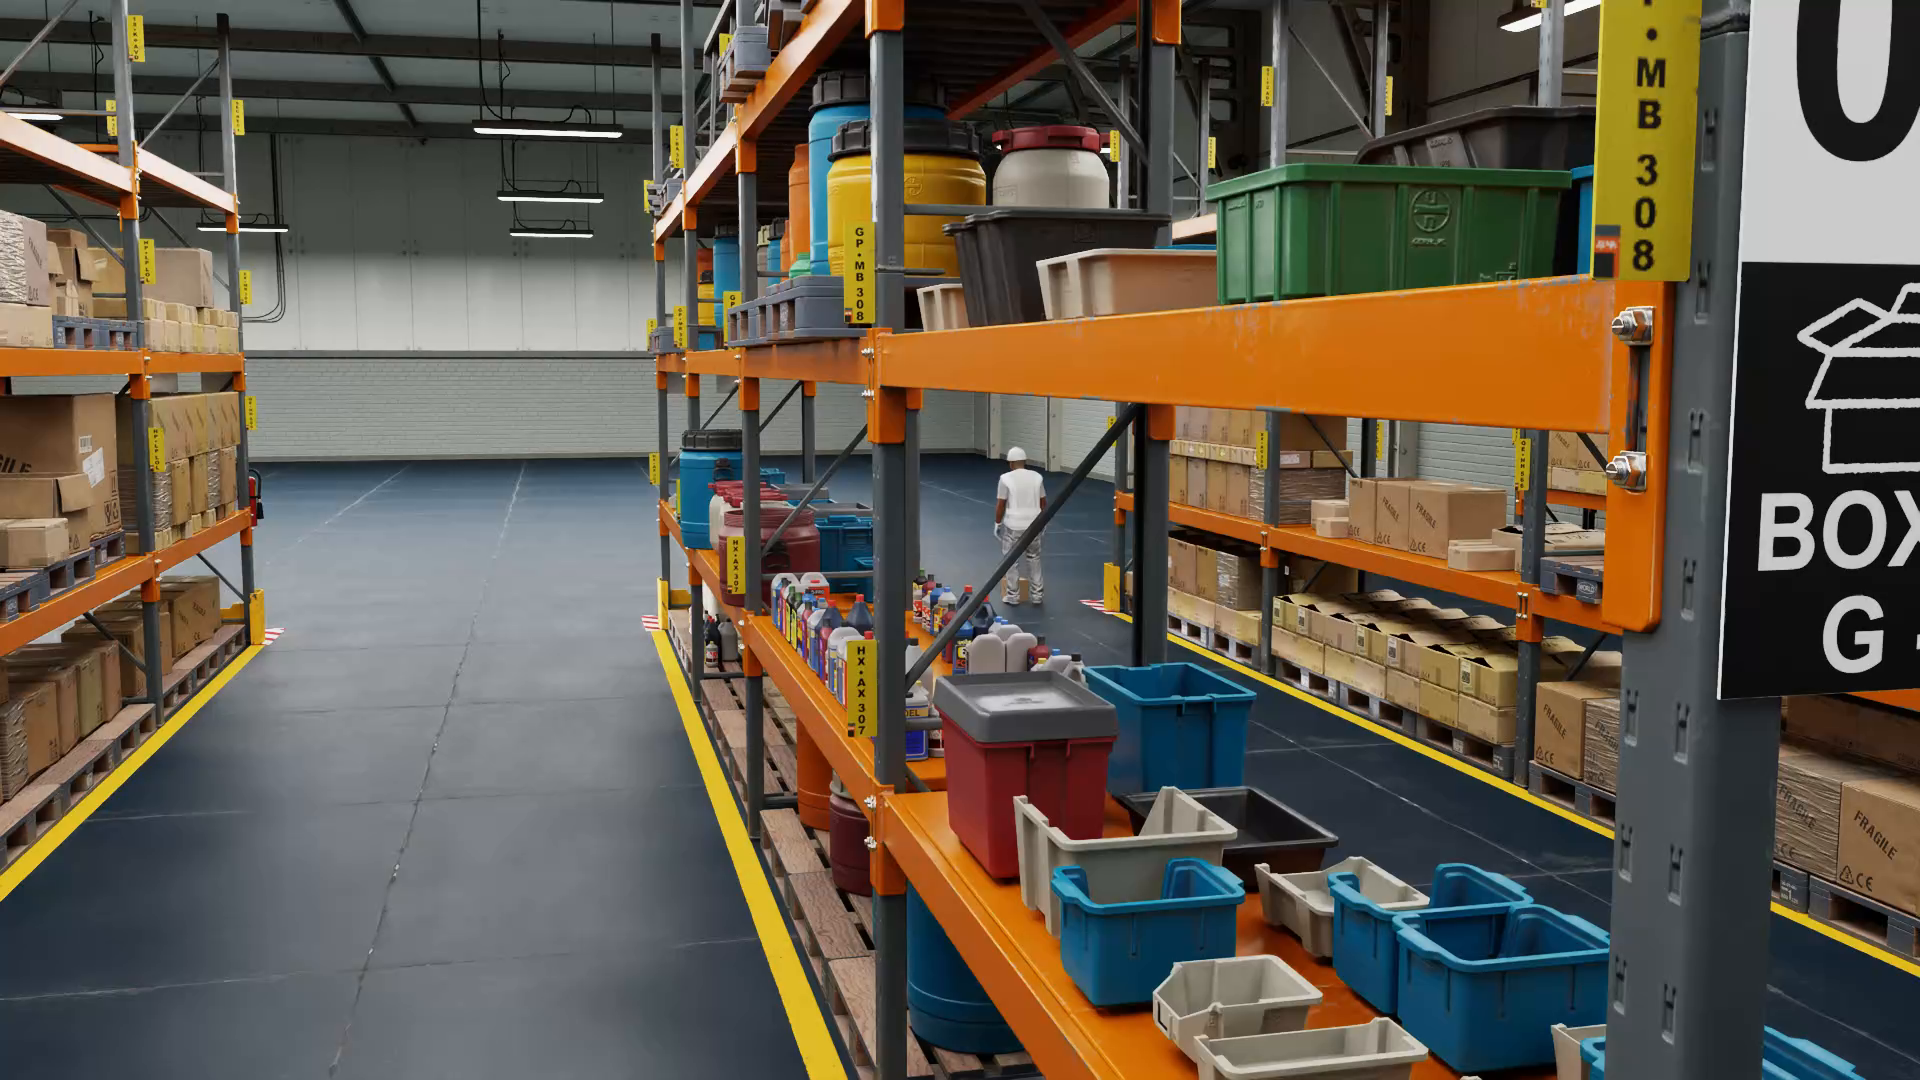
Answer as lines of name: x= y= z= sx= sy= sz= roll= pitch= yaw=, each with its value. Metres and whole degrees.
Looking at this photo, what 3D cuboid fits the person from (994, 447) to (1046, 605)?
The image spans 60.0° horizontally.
person: x=0.686 y=-0.161 z=18.872 sx=0.626 sy=1.772 sz=0.451 roll=-2 pitch=6 yaw=-17
